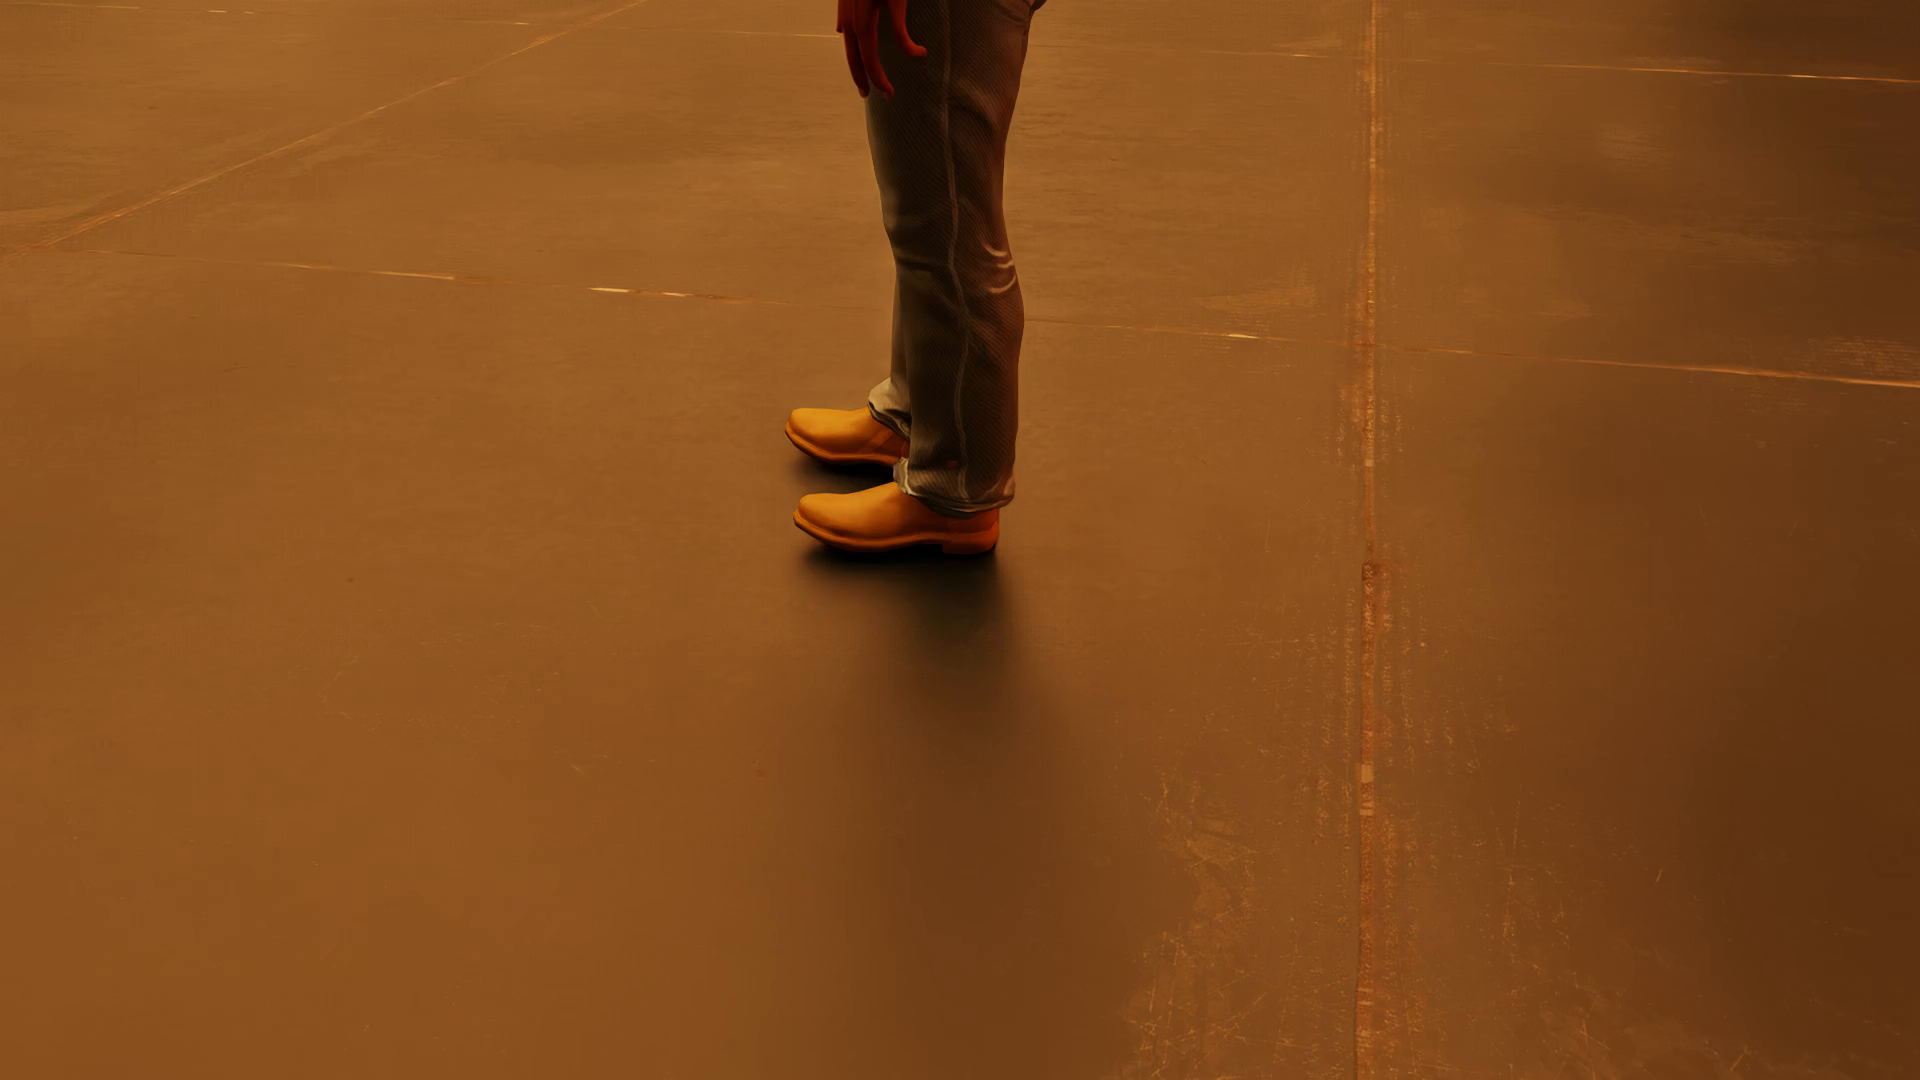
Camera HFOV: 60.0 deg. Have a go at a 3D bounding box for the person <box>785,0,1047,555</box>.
[{"bbox_3d":[-0.067,-0.804,2.118,0.575,1.768,0.665,6,27,11],"label":"person"}]
